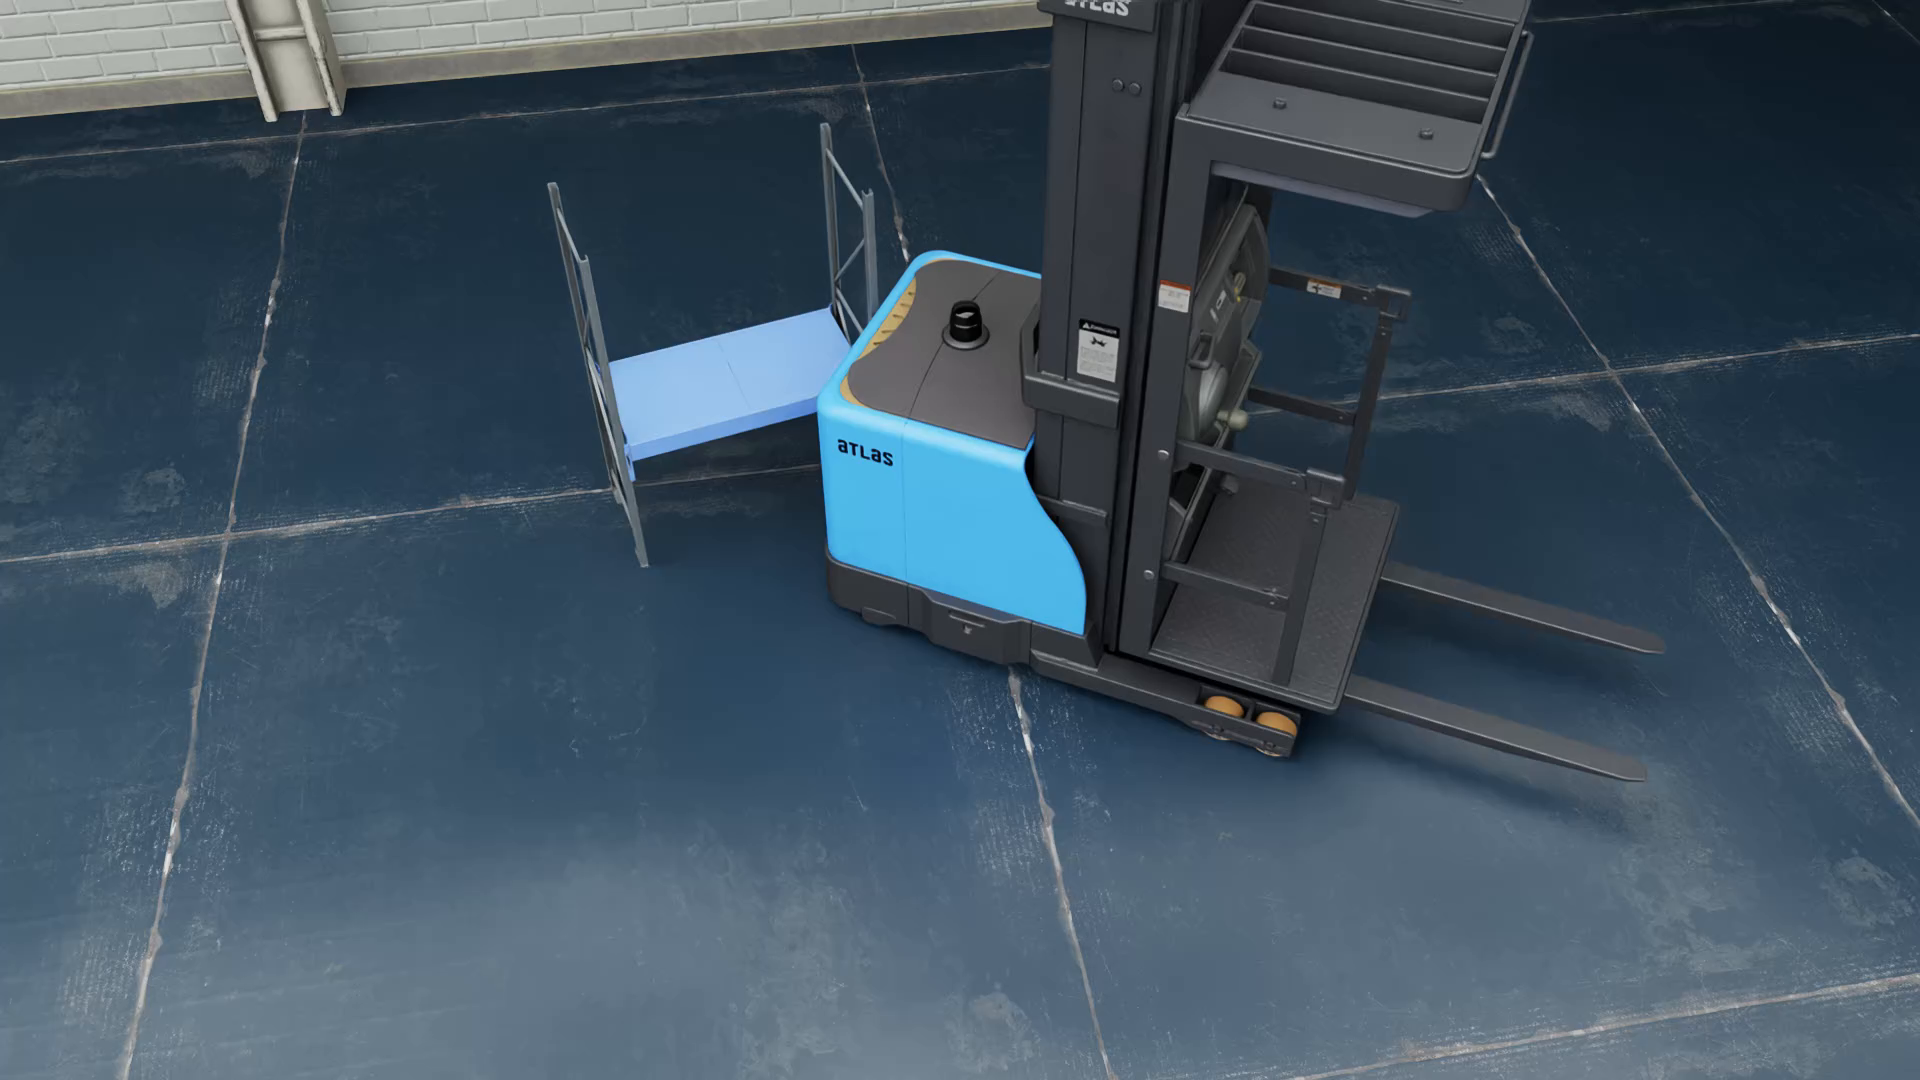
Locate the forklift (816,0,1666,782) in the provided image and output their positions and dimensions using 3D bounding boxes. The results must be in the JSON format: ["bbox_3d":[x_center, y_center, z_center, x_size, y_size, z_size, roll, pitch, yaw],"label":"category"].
[{"bbox_3d":[1.054,-0.675,5.365,3.031,2.935,1.130,16,48,15],"label":"forklift"}]

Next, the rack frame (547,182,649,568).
[{"bbox_3d":[-1.352,-0.578,6.266,0.032,1.500,0.500,-16,48,-15],"label":"rack frame"}]

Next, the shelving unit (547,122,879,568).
[{"bbox_3d":[-0.882,-0.717,6.399,1.048,1.500,0.538,-16,48,-15],"label":"shelving unit"}]

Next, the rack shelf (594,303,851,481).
[{"bbox_3d":[-0.882,-0.592,6.529,1.000,0.185,0.538,-16,48,-15],"label":"rack shelf"}]

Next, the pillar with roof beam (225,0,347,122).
[{"bbox_3d":[-2.815,-2.442,2.854,0.400,9.000,9.100,-7,46,-7],"label":"pillar with roof beam"}]

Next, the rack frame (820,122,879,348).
[{"bbox_3d":[-0.411,-0.856,6.533,0.032,1.500,0.500,-16,48,-15],"label":"rack frame"}]
